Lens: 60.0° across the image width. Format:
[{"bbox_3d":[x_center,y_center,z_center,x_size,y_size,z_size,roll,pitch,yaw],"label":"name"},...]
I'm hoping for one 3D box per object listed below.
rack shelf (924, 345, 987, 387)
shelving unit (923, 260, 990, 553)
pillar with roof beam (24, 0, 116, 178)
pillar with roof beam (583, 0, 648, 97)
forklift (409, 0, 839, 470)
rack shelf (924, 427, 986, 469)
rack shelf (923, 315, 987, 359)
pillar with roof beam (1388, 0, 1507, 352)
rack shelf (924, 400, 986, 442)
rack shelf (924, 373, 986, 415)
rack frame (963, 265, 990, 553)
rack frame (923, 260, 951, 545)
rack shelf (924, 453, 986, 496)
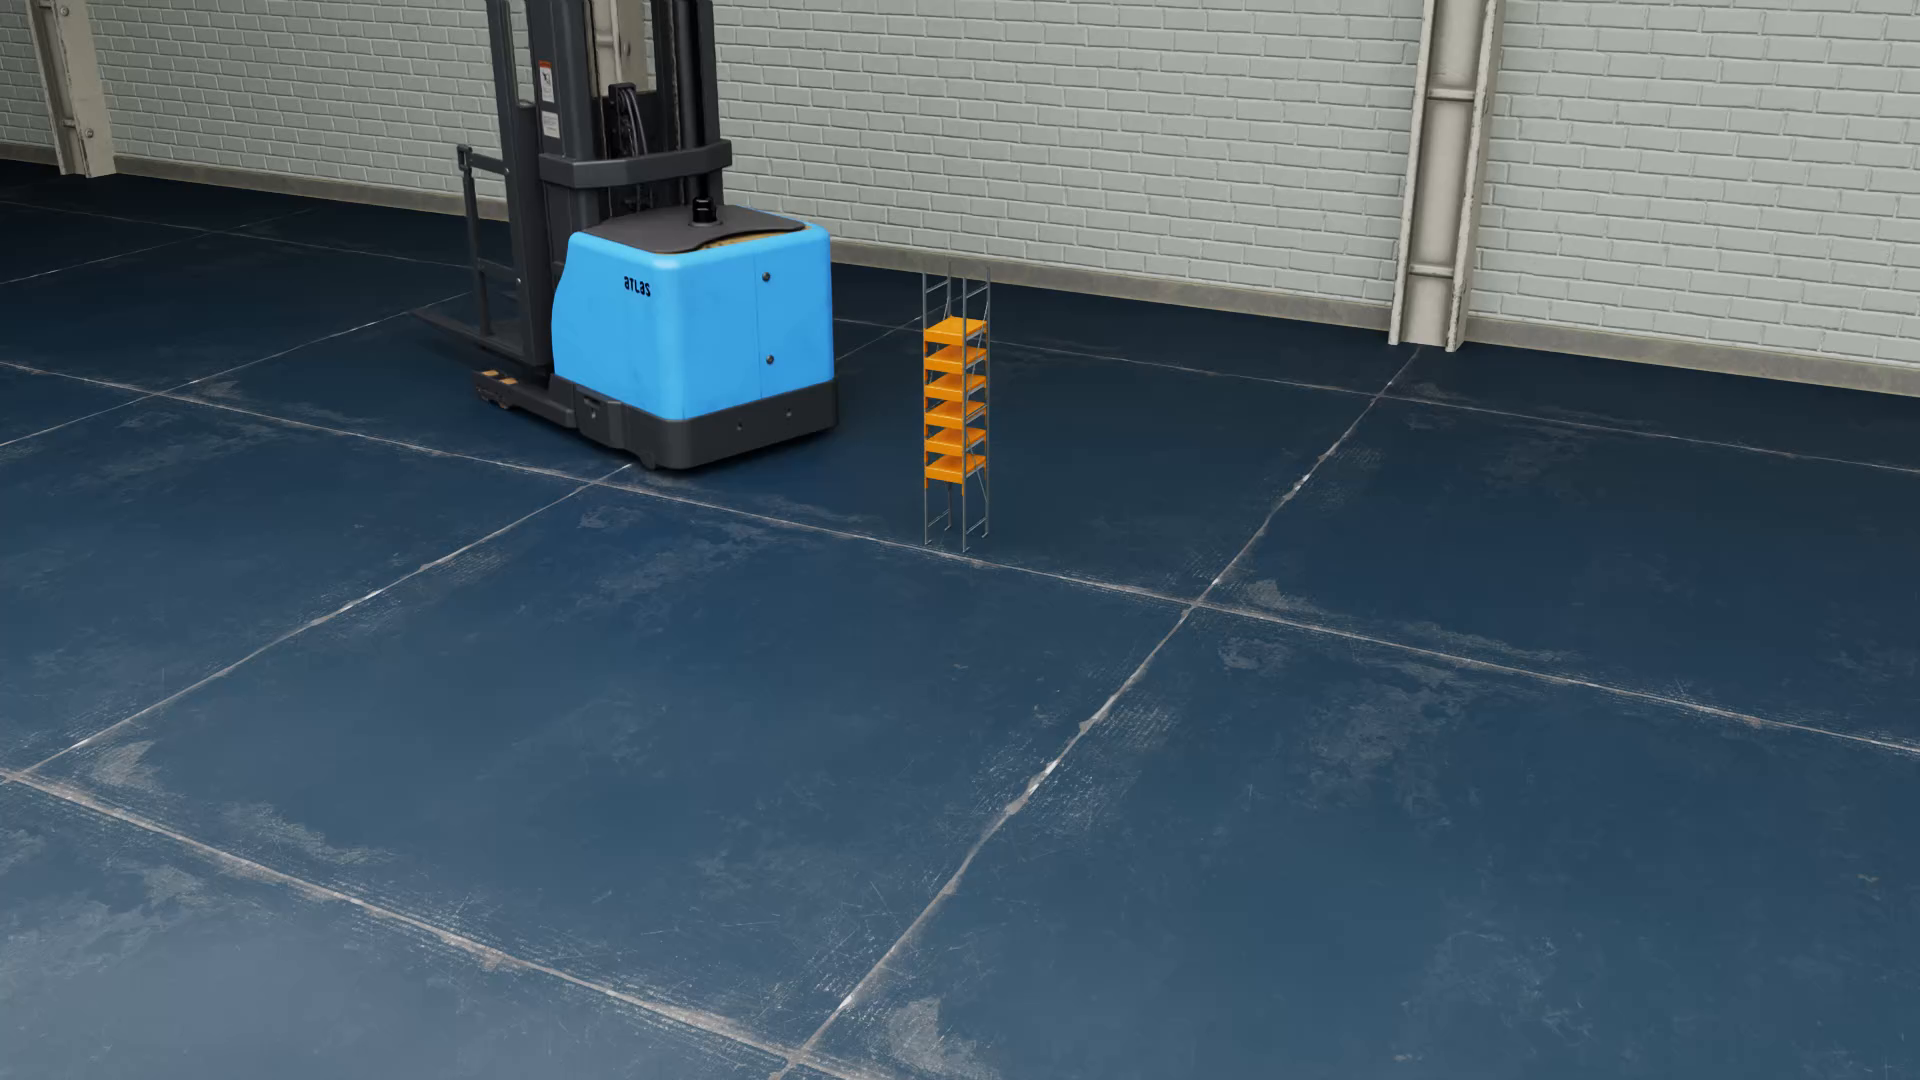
[{"bbox_3d":[-0.013,-0.735,6.945,0.180,0.103,0.258,11,25,25],"label":"rack shelf"},{"bbox_3d":[-0.013,-0.555,7.021,0.189,1.200,0.258,11,25,25],"label":"shelving unit"},{"bbox_3d":[-9.824,-5.960,9.766,0.400,9.000,9.100,11,25,25],"label":"pillar with roof beam"},{"bbox_3d":[-4.469,-4.900,7.275,0.400,9.000,9.100,11,25,25],"label":"pillar with roof beam"},{"bbox_3d":[-1.996,-2.170,8.608,1.130,2.935,3.031,-20,30,-39],"label":"forklift"},{"bbox_3d":[-0.013,-0.403,7.086,0.180,0.103,0.258,11,25,25],"label":"rack shelf"},{"bbox_3d":[-0.013,-0.845,6.898,0.180,0.103,0.258,11,25,25],"label":"rack shelf"},{"bbox_3d":[0.885,-3.841,4.783,0.400,9.000,9.100,11,25,25],"label":"pillar with roof beam"},{"bbox_3d":[-0.013,-0.514,7.039,0.180,0.103,0.258,11,25,25],"label":"rack shelf"},{"bbox_3d":[-0.013,-0.624,6.992,0.180,0.103,0.258,11,25,25],"label":"rack shelf"},{"bbox_3d":[0.069,-0.539,6.983,0.006,1.200,0.240,11,25,25],"label":"rack frame"},{"bbox_3d":[-0.095,-0.571,7.059,0.006,1.200,0.240,11,25,25],"label":"rack frame"},{"bbox_3d":[-0.013,-0.293,7.133,0.180,0.103,0.258,11,25,25],"label":"rack shelf"}]
